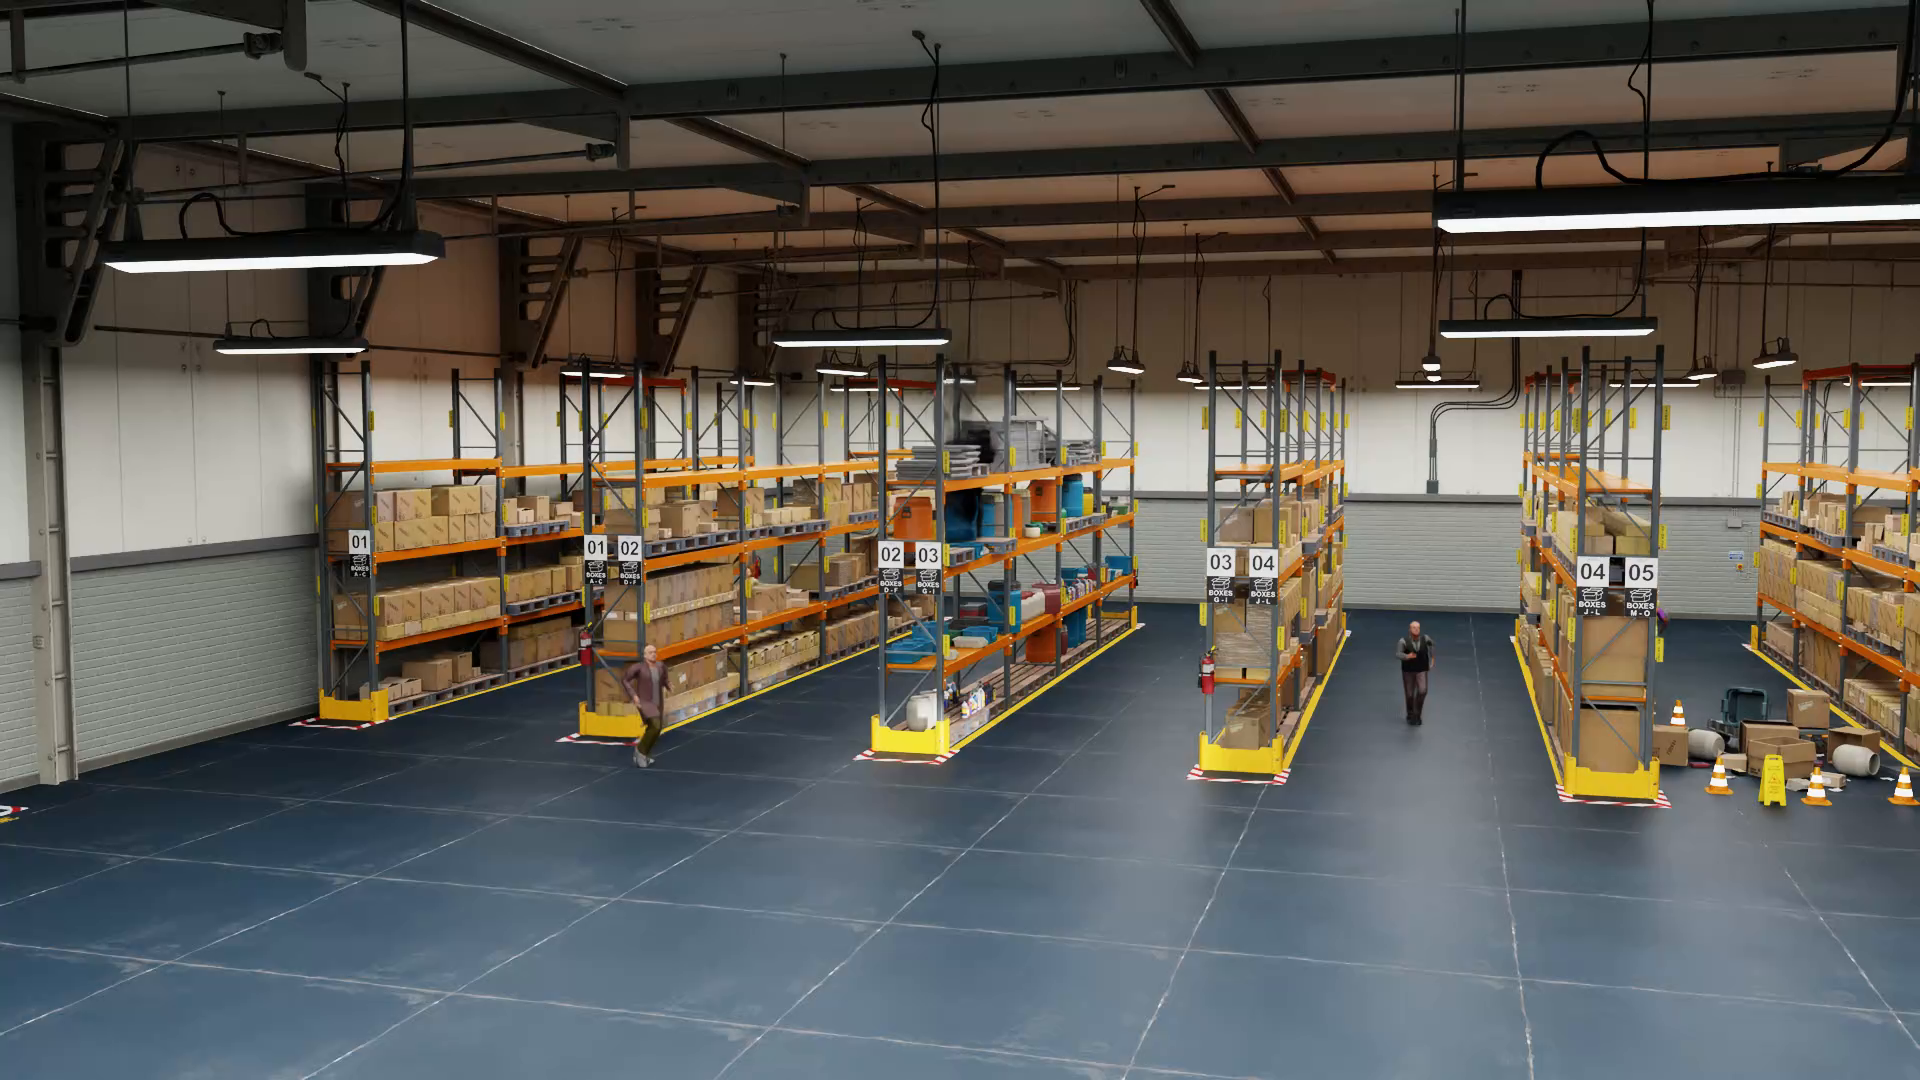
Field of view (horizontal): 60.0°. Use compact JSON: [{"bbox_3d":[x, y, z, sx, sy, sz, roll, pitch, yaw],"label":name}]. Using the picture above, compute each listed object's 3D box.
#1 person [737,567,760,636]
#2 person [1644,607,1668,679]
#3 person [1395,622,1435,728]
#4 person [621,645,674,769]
[{"bbox_3d":[-4.860,1.438,38.365,0.596,1.649,0.765,1,4,9],"label":"person"},{"bbox_3d":[13.260,1.842,32.157,0.732,1.737,0.810,1,4,16],"label":"person"},{"bbox_3d":[7.488,2.194,27.357,0.680,1.732,0.823,0,4,6],"label":"person"},{"bbox_3d":[-4.456,2.410,24.068,0.735,1.781,0.665,4,5,41],"label":"person"}]
